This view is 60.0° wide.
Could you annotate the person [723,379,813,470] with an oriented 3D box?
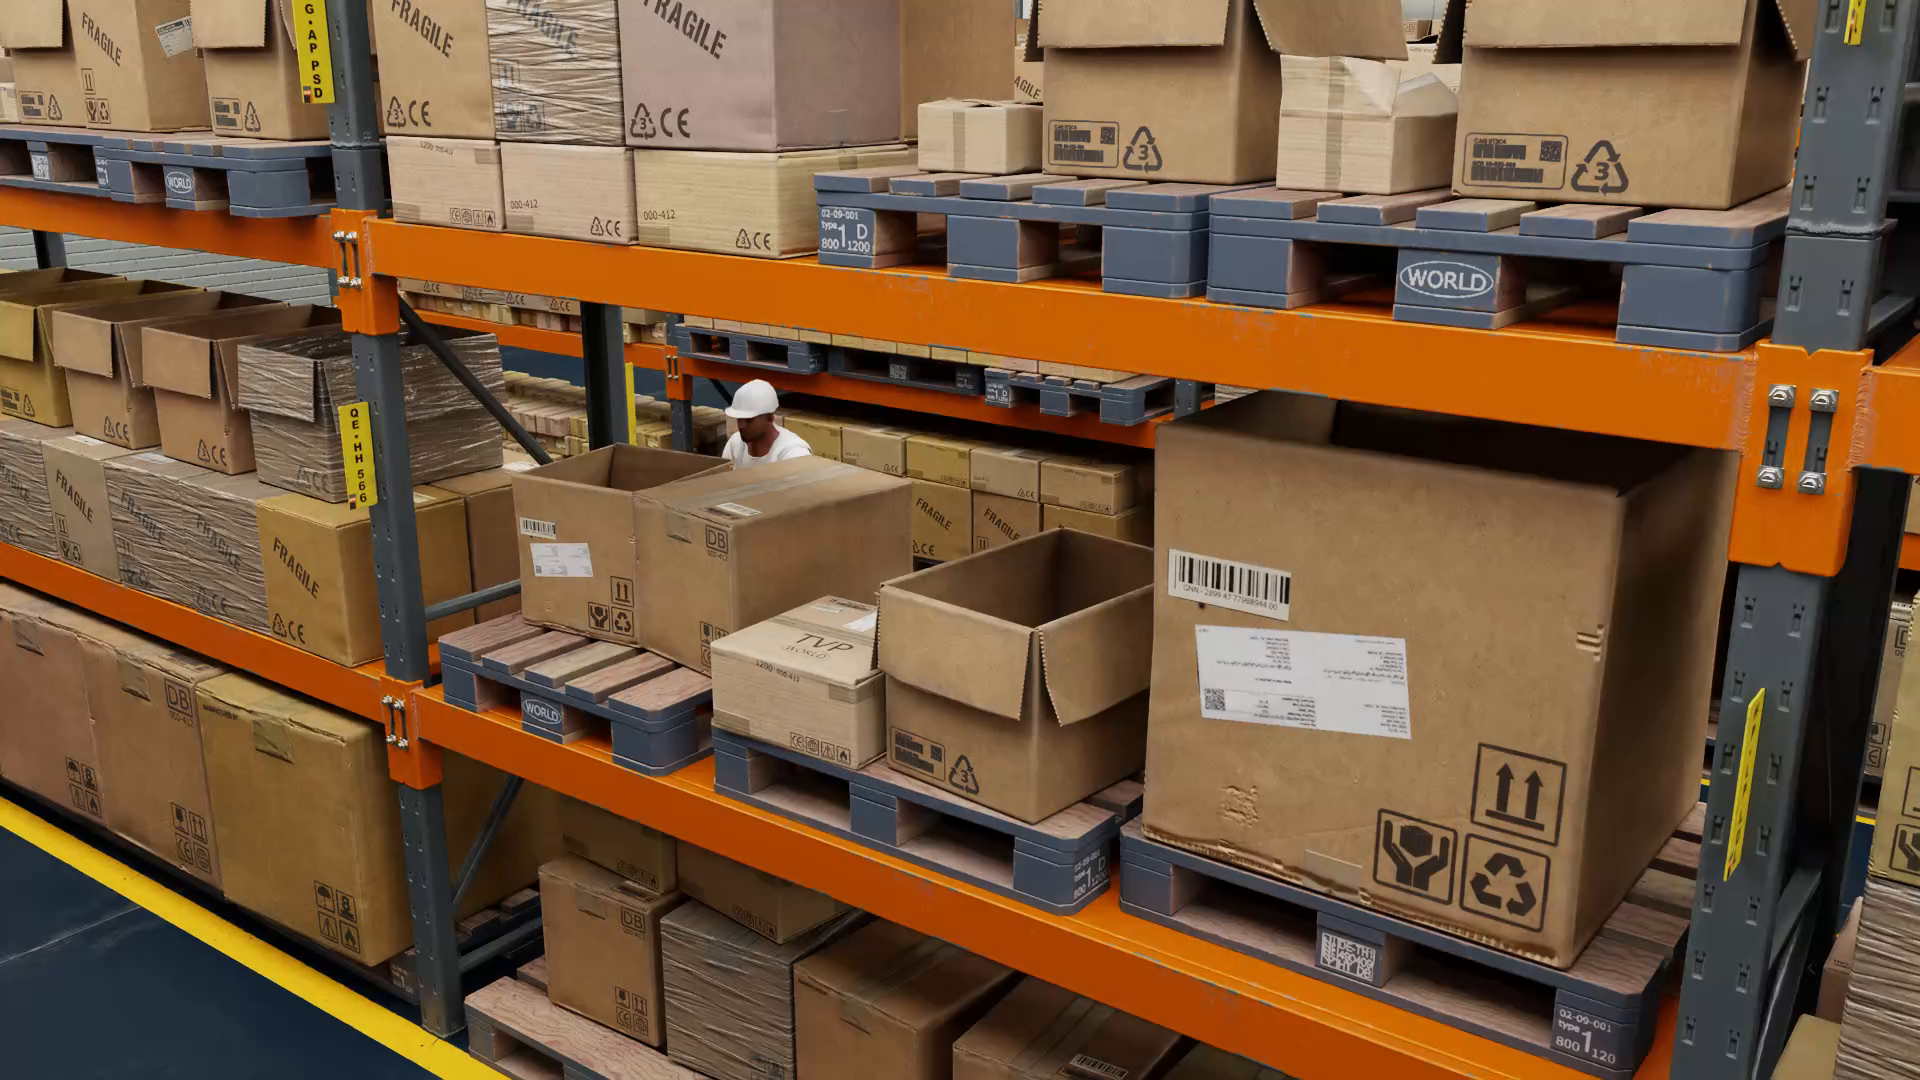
[{"bbox_3d":[-0.972,0.058,8.307,0.620,1.761,0.457,12,20,35],"label":"person"}]
